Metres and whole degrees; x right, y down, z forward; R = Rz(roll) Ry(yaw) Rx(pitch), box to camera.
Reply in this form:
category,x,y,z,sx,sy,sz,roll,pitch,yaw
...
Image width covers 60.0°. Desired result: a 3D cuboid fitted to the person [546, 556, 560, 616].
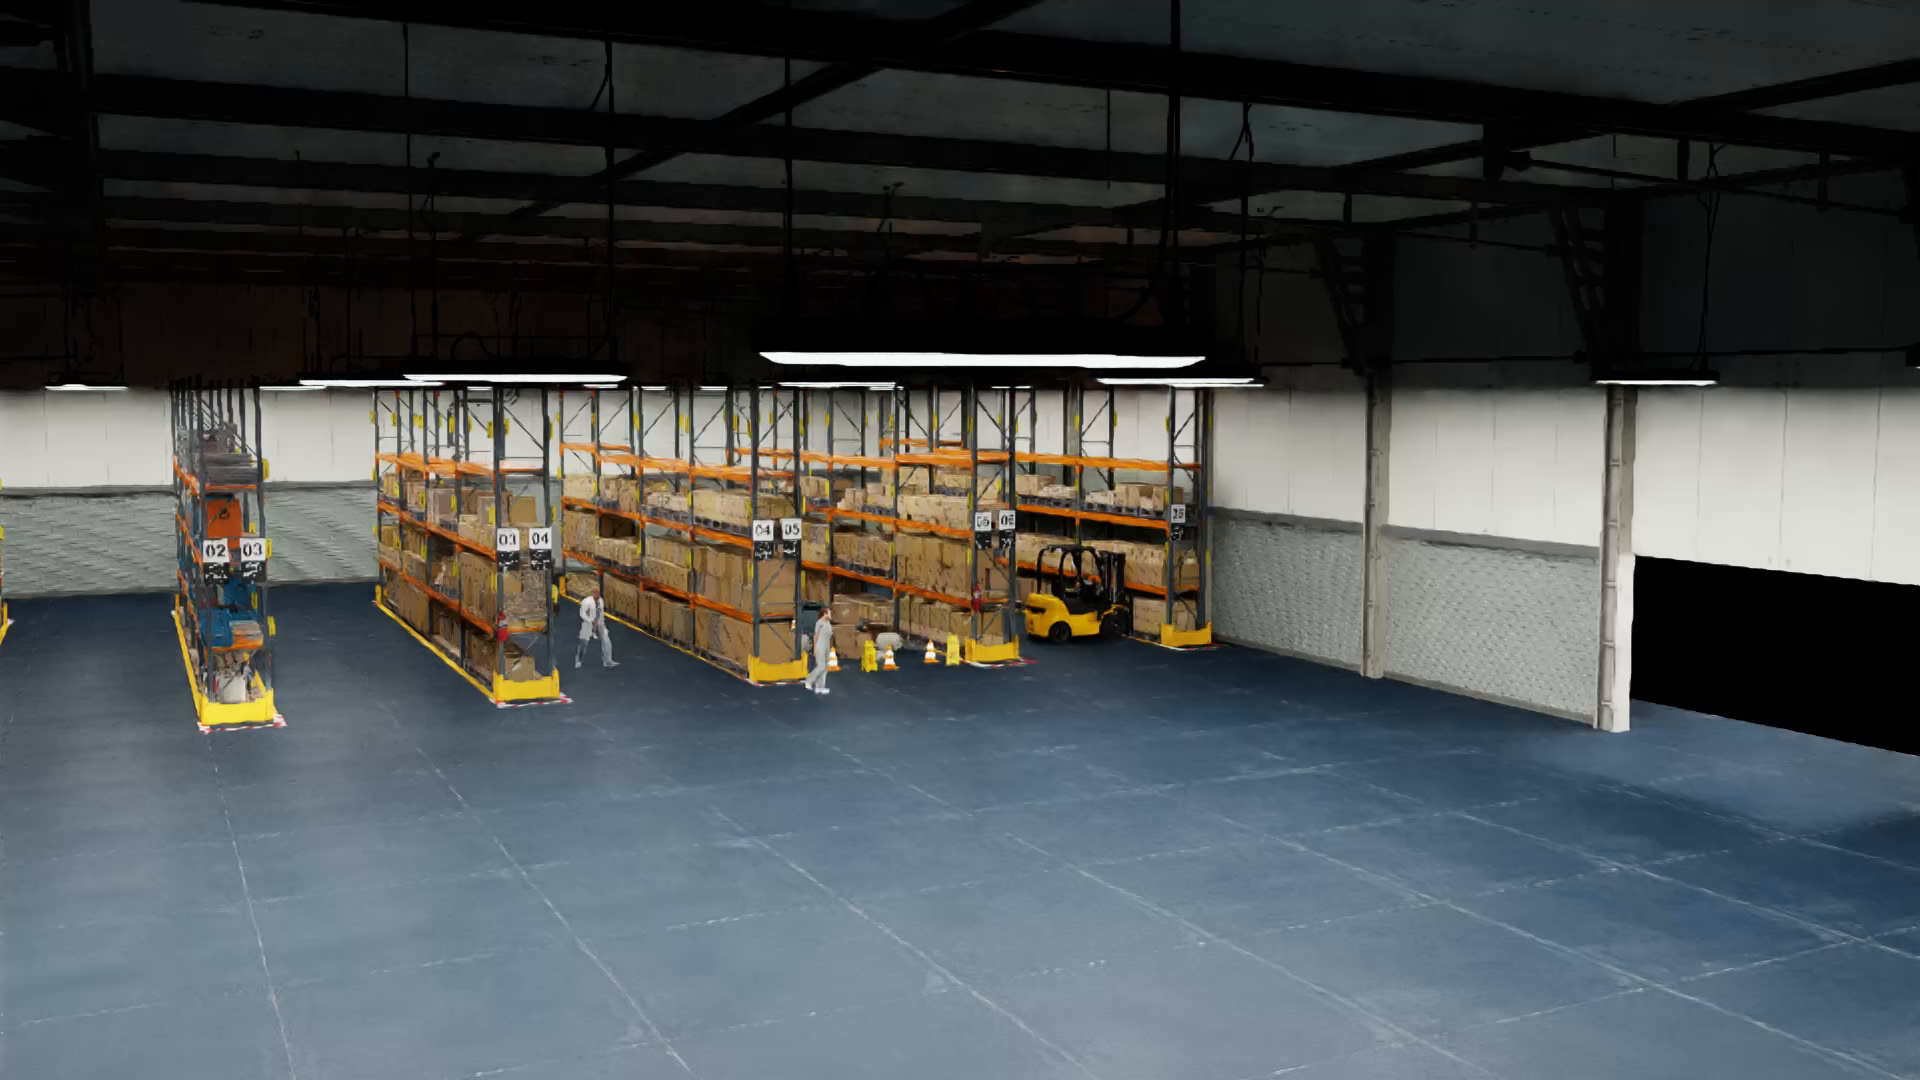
category,x,y,z,sx,sy,sz,roll,pitch,yaw
person,-10.562,1.038,42.536,0.642,1.771,0.691,-1,5,-6

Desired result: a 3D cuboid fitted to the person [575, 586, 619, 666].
category,x,y,z,sx,sy,sz,roll,pitch,yaw
person,-7.634,1.878,34.580,0.735,1.524,0.905,-5,7,-43

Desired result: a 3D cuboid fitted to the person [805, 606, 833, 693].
category,x,y,z,sx,sy,sz,roll,pitch,yaw
person,-2.701,2.077,31.729,0.518,1.664,0.513,2,6,26
